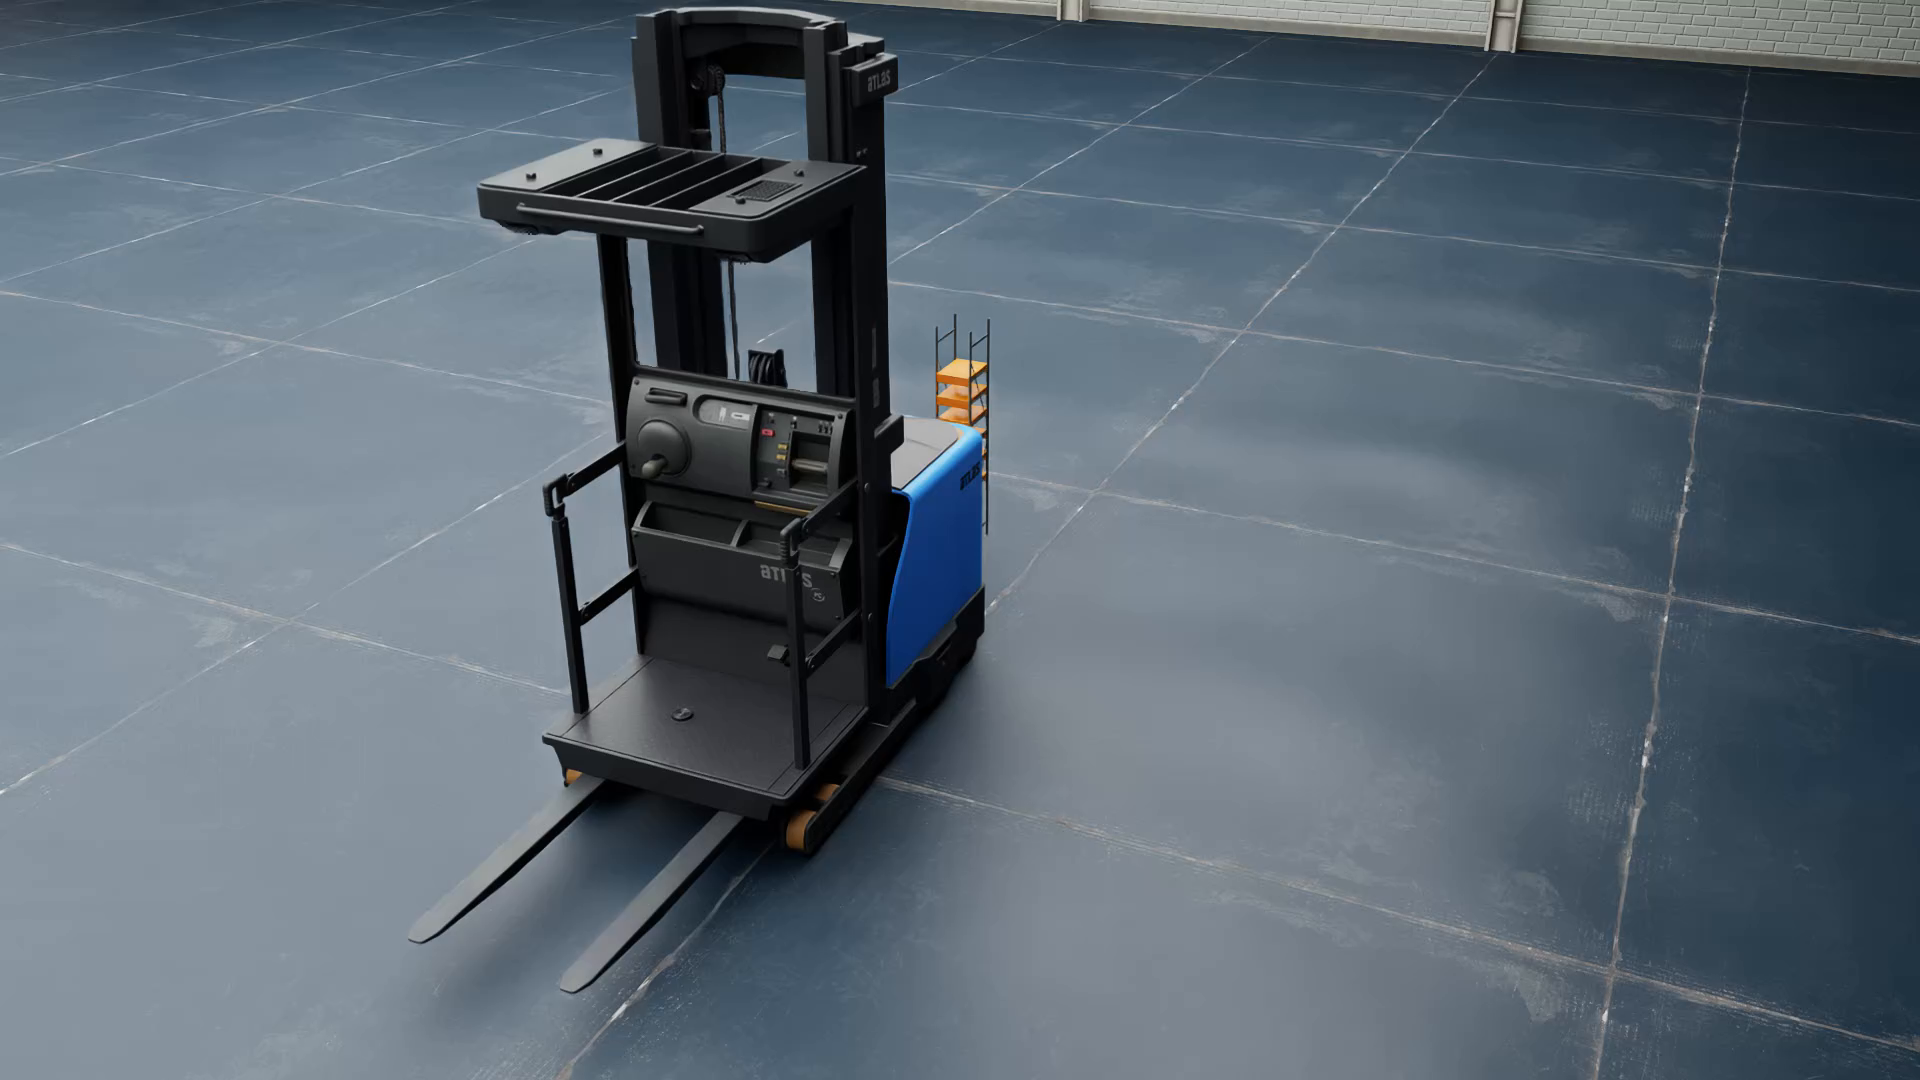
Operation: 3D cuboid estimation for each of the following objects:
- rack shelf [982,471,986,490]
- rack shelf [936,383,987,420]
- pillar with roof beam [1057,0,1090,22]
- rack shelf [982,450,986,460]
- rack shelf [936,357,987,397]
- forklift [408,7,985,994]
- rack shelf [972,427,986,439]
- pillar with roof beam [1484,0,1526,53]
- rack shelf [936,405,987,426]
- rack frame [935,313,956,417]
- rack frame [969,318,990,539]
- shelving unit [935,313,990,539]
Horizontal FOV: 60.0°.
[{"bbox_3d":[0.013,-0.280,8.605,0.180,0.103,0.258,11,28,22],"label":"rack shelf"},{"bbox_3d":[0.013,-0.711,8.393,0.180,0.103,0.258,11,28,22],"label":"rack shelf"},{"bbox_3d":[-0.144,-9.832,18.533,0.400,9.000,9.100,11,28,22],"label":"pillar with roof beam"},{"bbox_3d":[0.013,-0.388,8.552,0.180,0.103,0.258,11,28,22],"label":"rack shelf"},{"bbox_3d":[0.013,-0.819,8.340,0.180,0.103,0.258,11,28,22],"label":"rack shelf"},{"bbox_3d":[-0.936,-0.340,6.123,1.130,2.935,3.031,11,28,21],"label":"forklift"},{"bbox_3d":[0.013,-0.496,8.499,0.180,0.103,0.258,11,28,22],"label":"rack shelf"},{"bbox_3d":[5.317,-8.735,16.305,0.400,9.000,9.100,11,28,22],"label":"pillar with roof beam"},{"bbox_3d":[0.013,-0.603,8.446,0.180,0.103,0.258,11,28,22],"label":"rack shelf"},{"bbox_3d":[-0.070,-0.552,8.514,0.006,1.200,0.240,11,28,22],"label":"rack frame"},{"bbox_3d":[0.096,-0.519,8.446,0.006,1.200,0.240,11,28,22],"label":"rack frame"},{"bbox_3d":[0.013,-0.536,8.480,0.189,1.200,0.258,11,28,22],"label":"shelving unit"}]
